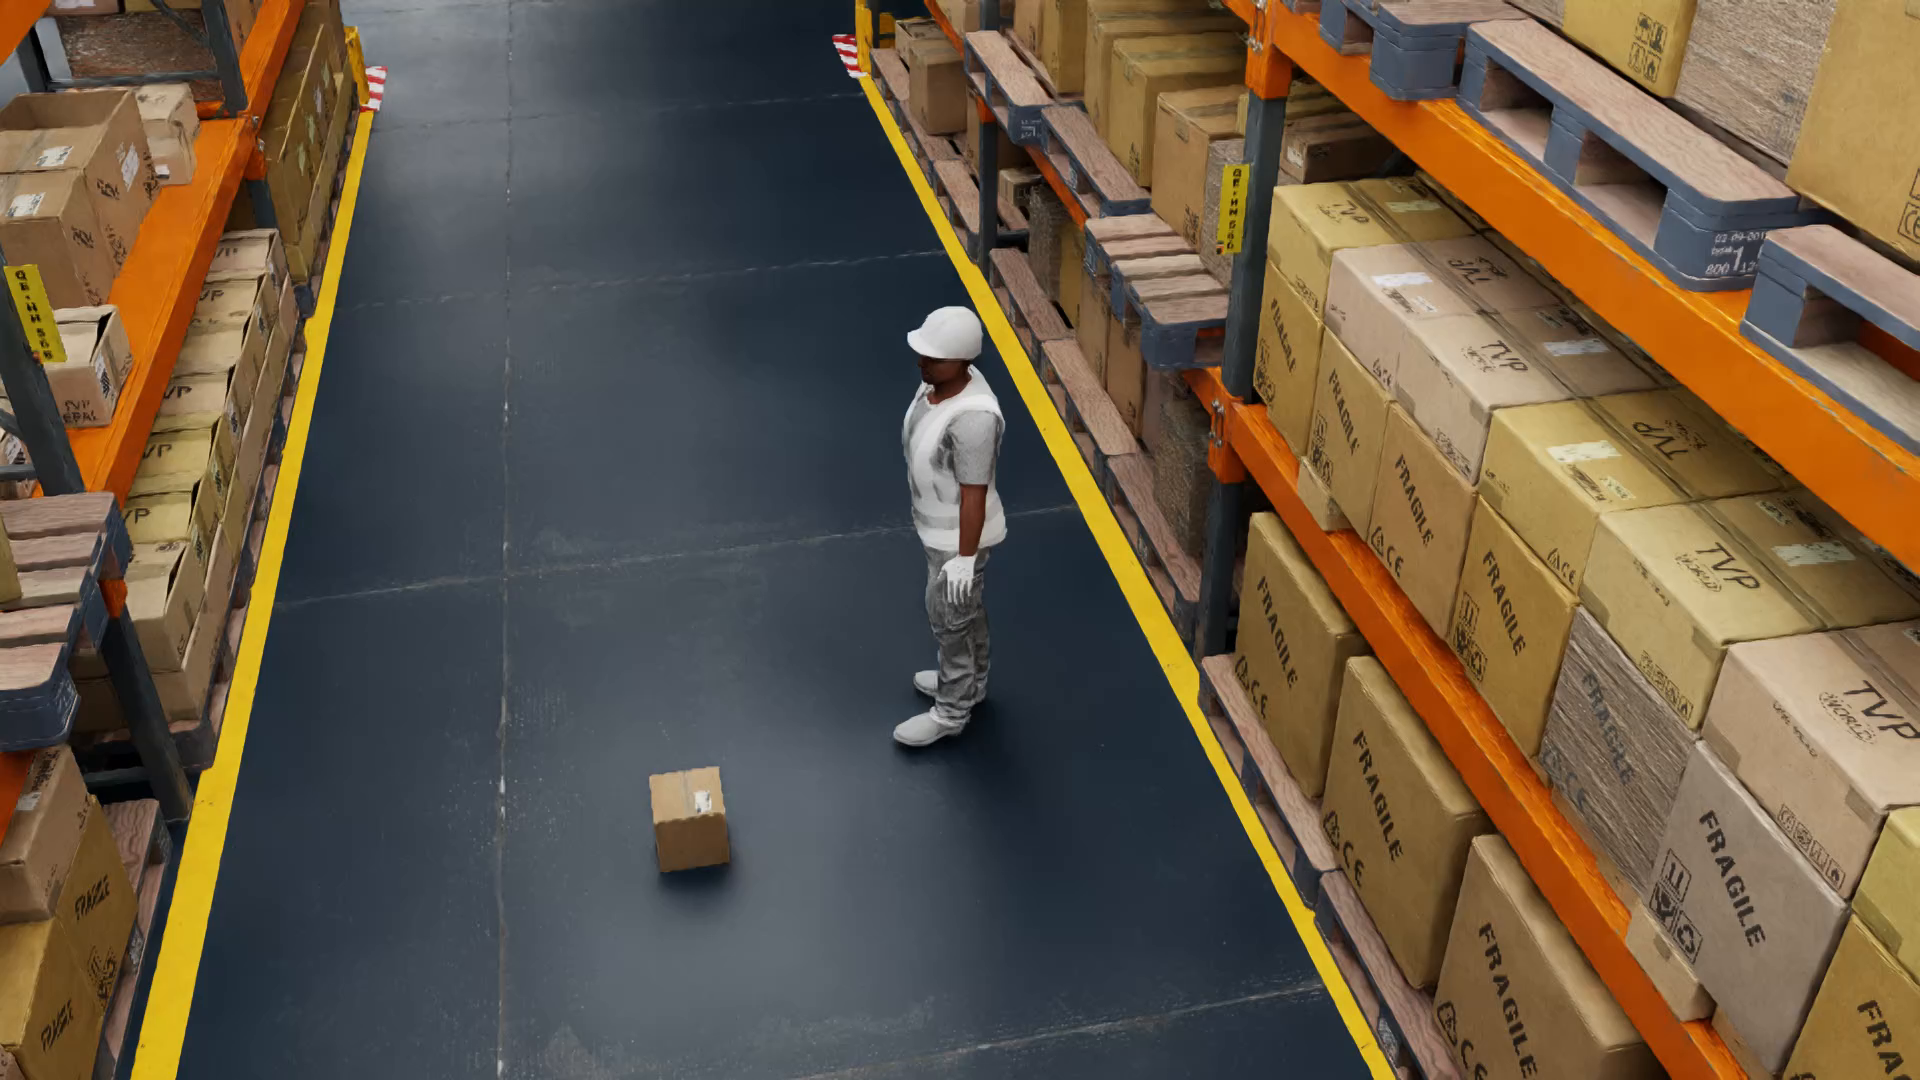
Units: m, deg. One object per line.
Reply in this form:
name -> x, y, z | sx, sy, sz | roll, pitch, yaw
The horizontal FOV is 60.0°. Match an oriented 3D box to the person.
person -> -0.072, -0.056, 6.169 | 0.452, 1.791, 0.670 | -6, 35, -9
